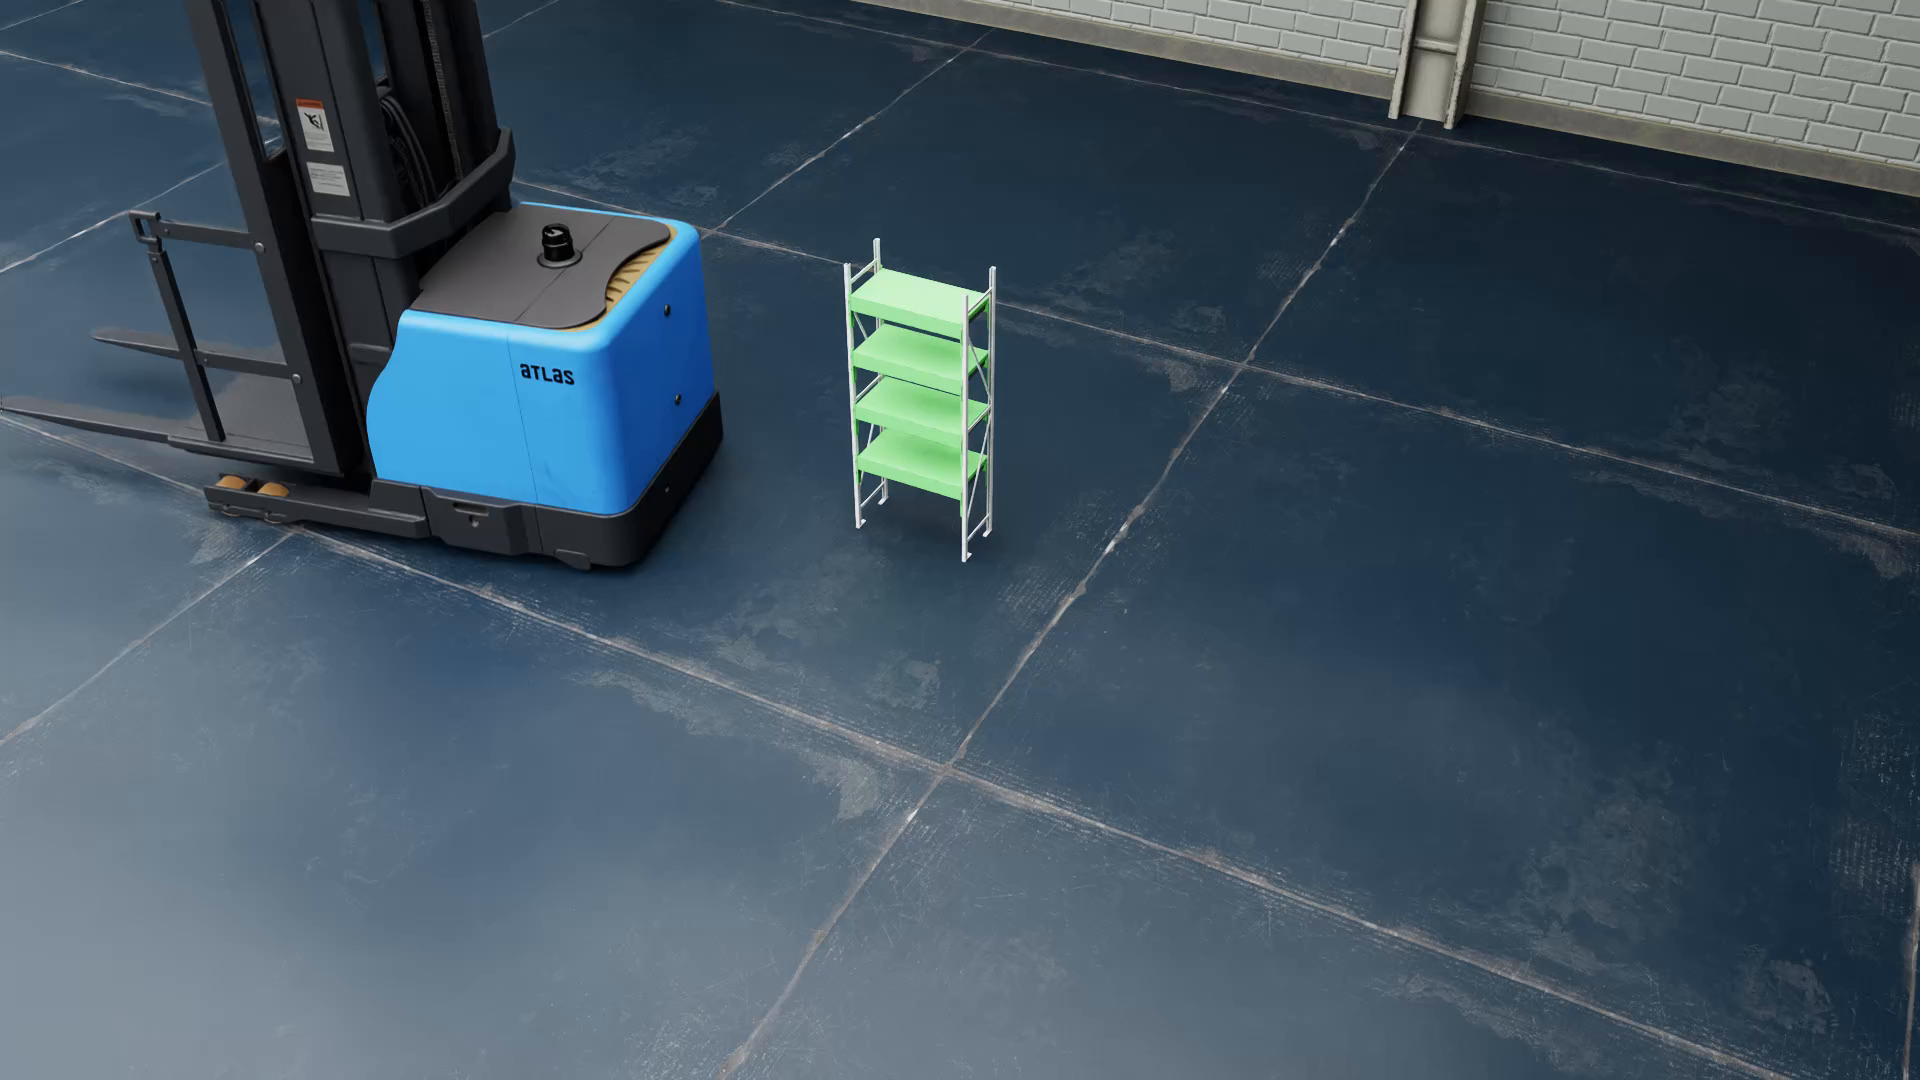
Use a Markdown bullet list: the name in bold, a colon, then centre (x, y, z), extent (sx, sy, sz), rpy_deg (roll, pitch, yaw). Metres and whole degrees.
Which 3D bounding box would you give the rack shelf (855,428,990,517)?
- **rack shelf**: centre (-0.147, -0.282, 6.632), extent (0.480, 0.148, 0.258), rpy_deg (17, 41, 21)

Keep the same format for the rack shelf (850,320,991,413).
- **rack shelf**: centre (-0.147, -0.664, 6.341), extent (0.480, 0.148, 0.258), rpy_deg (17, 41, 21)

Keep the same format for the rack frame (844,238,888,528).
- **rack frame**: centre (-0.364, -0.592, 6.537), extent (0.015, 1.200, 0.240), rpy_deg (17, 41, 21)

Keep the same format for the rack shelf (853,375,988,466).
- **rack shelf**: centre (-0.147, -0.473, 6.486), extent (0.480, 0.148, 0.258), rpy_deg (17, 41, 21)

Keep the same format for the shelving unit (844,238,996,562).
- **shelving unit**: centre (-0.147, -0.524, 6.448), extent (0.503, 1.200, 0.258), rpy_deg (17, 41, 21)

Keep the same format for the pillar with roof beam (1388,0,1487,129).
- **pillar with roof beam**: centre (0.879, -3.880, 4.418), extent (0.400, 9.000, 9.100), rpy_deg (17, 41, 21)

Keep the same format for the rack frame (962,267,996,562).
- **rack frame**: centre (0.070, -0.456, 6.358), extent (0.015, 1.200, 0.240), rpy_deg (17, 41, 21)

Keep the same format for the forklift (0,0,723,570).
- **forklift**: centre (-2.603, -1.533, 6.345), extent (3.031, 2.935, 1.130), rpy_deg (9, 38, 12)

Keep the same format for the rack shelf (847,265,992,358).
- **rack shelf**: centre (-0.147, -0.855, 6.196), extent (0.480, 0.148, 0.258), rpy_deg (17, 41, 21)
